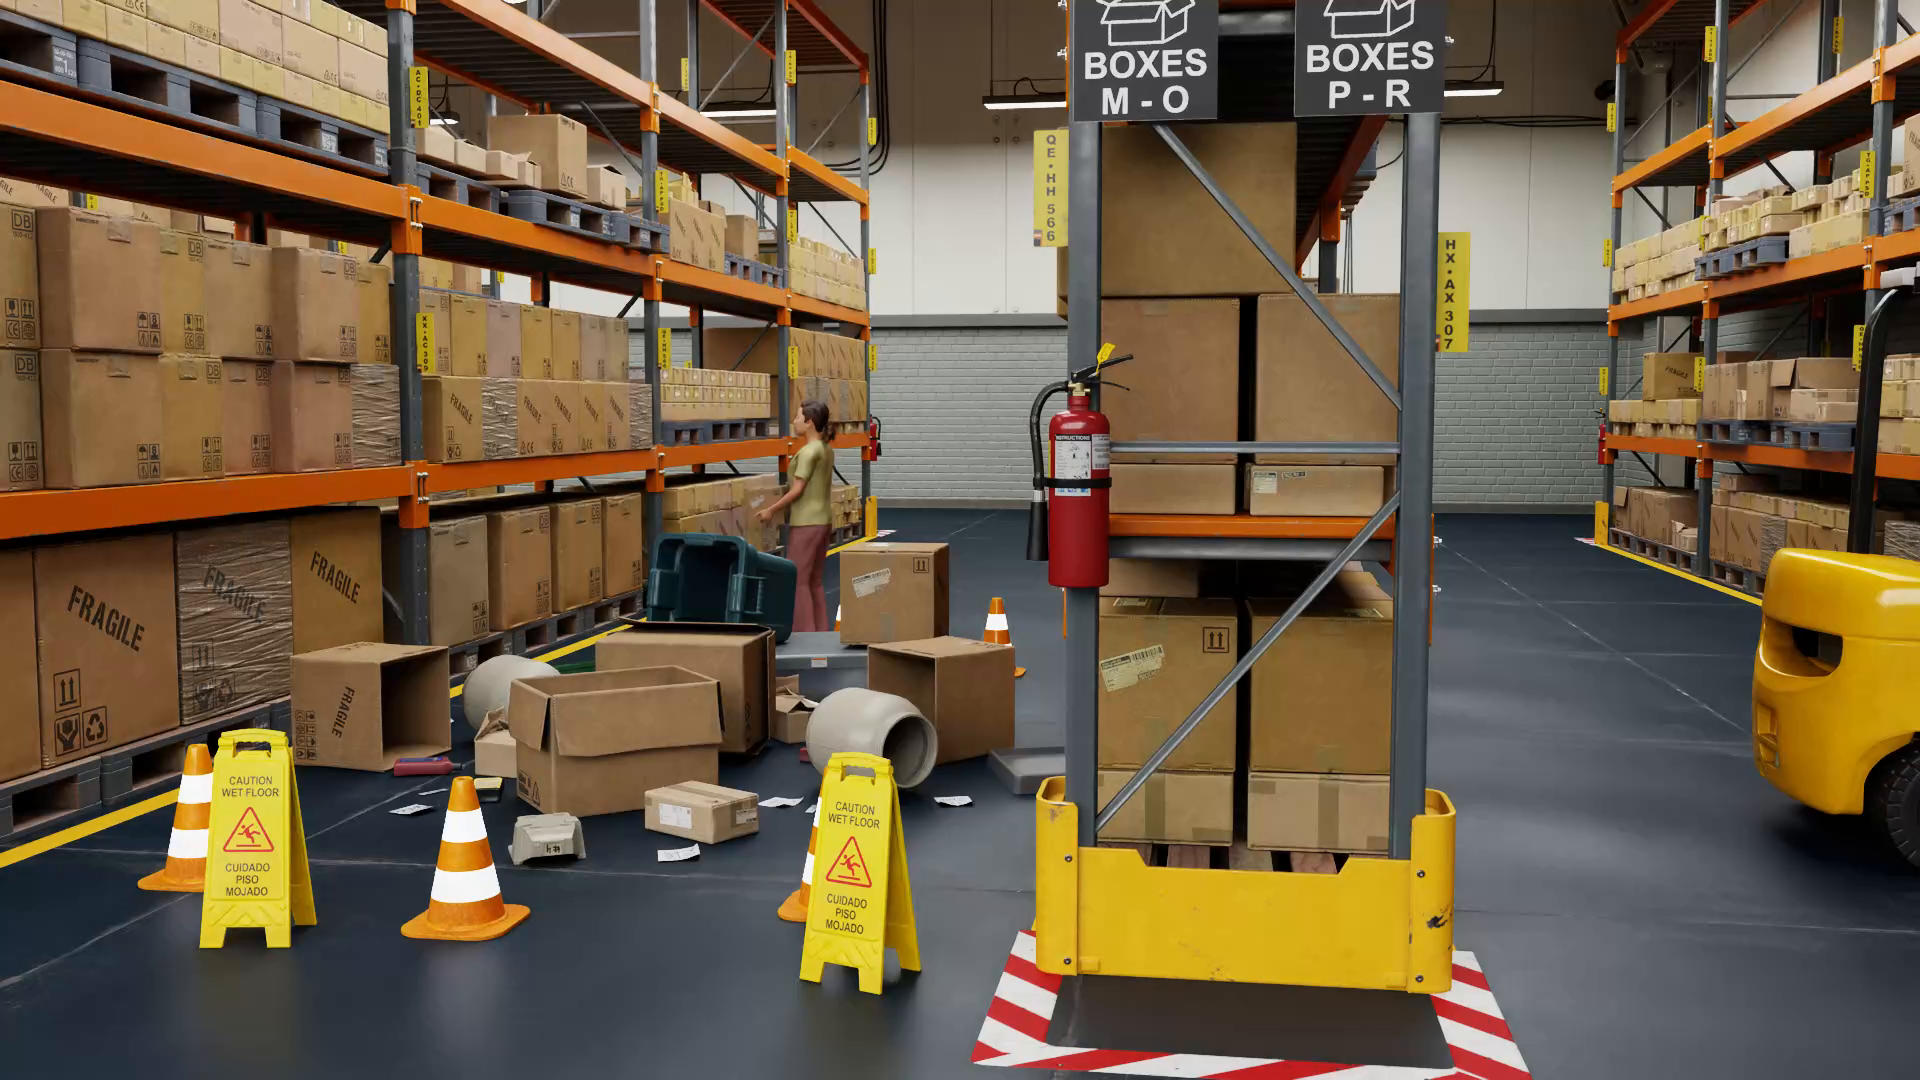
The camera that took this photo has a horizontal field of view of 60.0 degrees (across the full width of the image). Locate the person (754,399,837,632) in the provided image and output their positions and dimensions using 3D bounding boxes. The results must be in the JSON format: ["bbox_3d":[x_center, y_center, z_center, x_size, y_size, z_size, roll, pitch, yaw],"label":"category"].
[{"bbox_3d":[-1.042,-0.071,10.748,0.523,1.672,0.452,1,5,8],"label":"person"}]
